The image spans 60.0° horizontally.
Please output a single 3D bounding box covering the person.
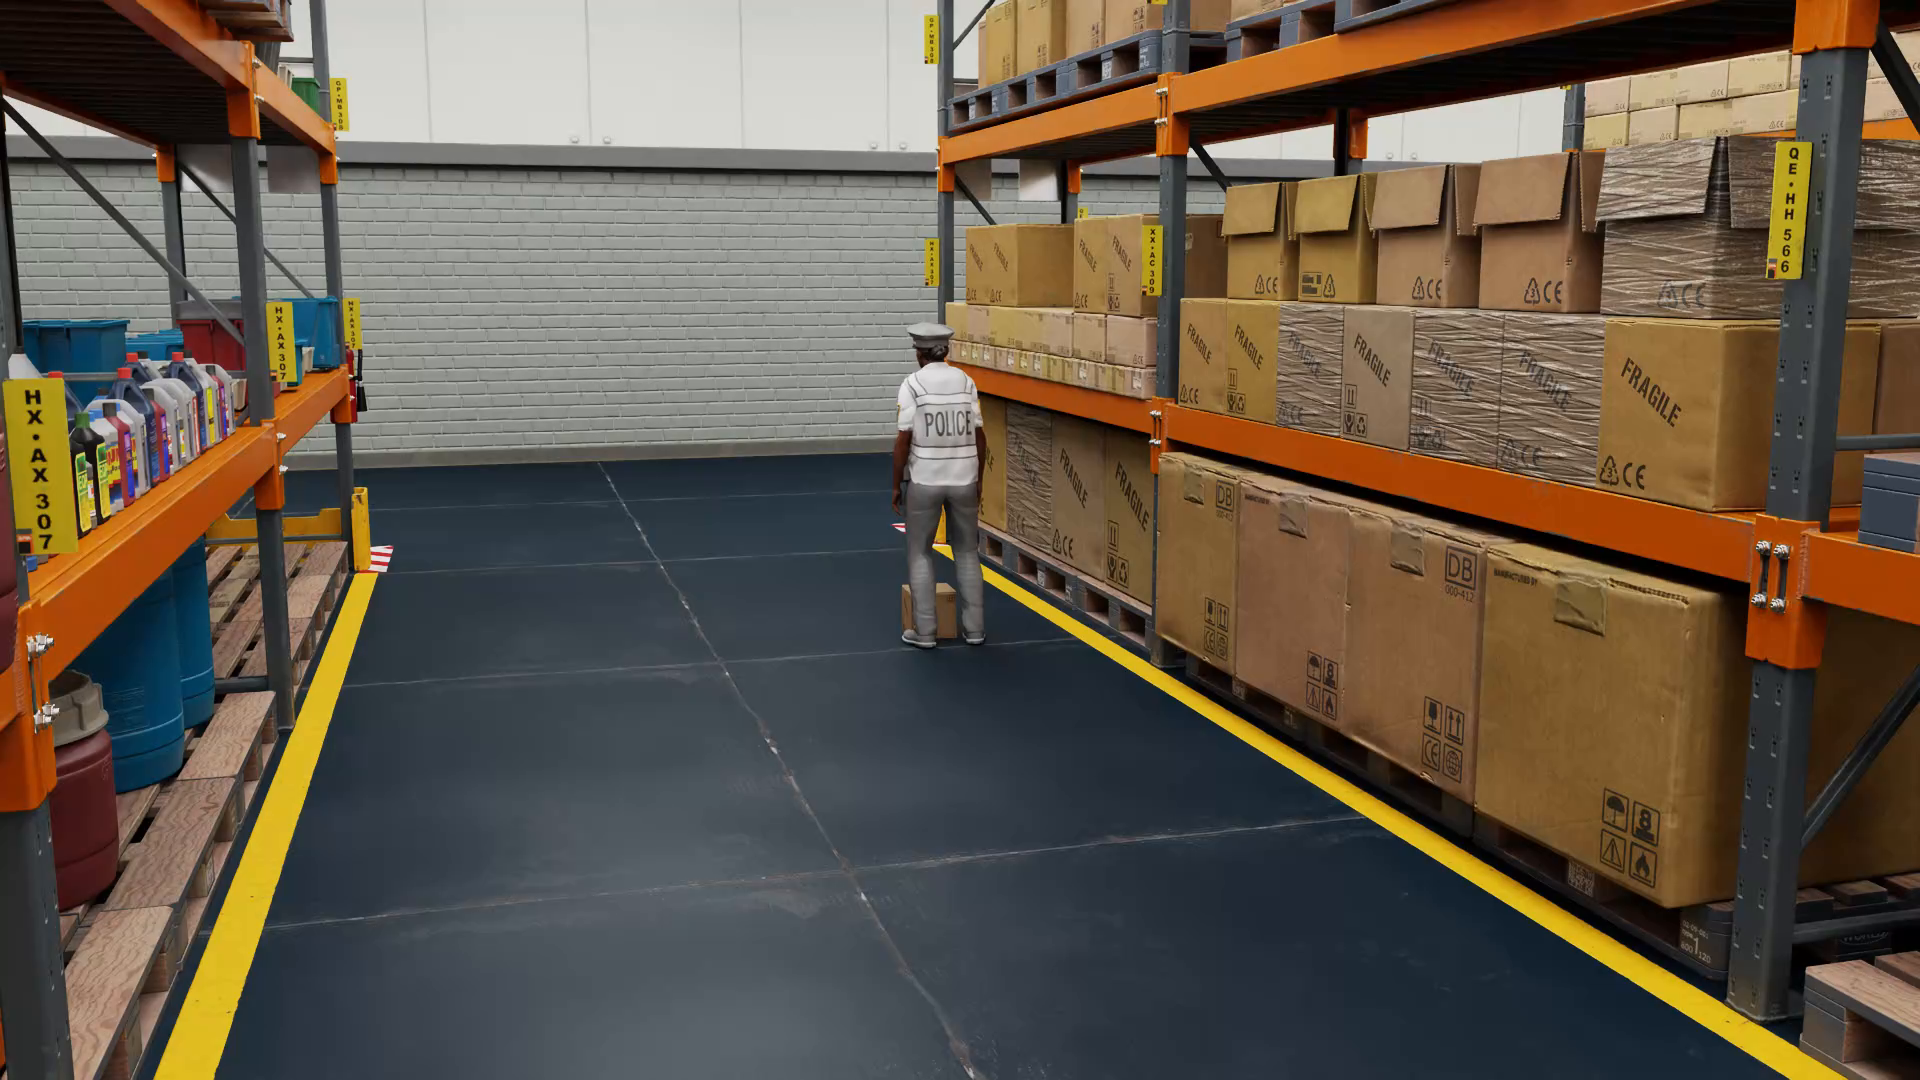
[{"bbox_3d":[-0.088,-0.278,8.563,0.506,1.660,0.392,-3,10,-16],"label":"person"}]
